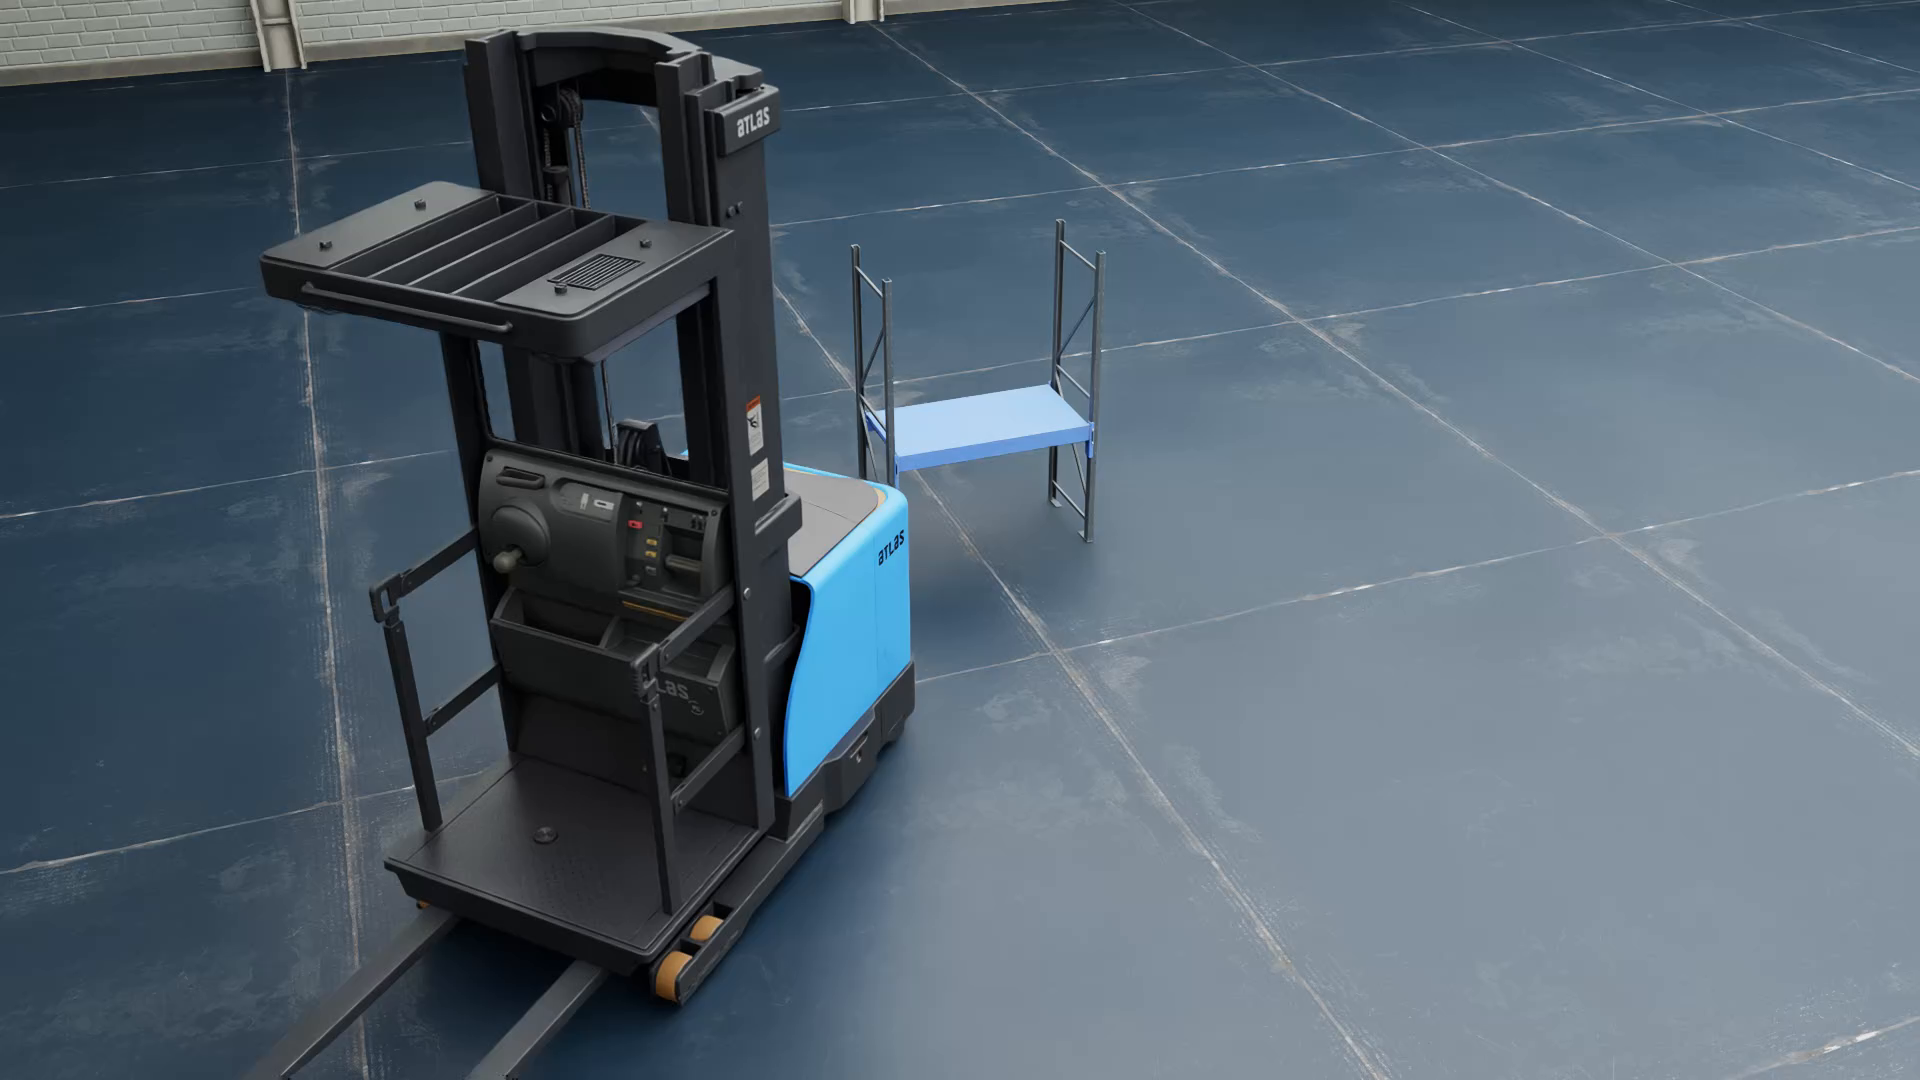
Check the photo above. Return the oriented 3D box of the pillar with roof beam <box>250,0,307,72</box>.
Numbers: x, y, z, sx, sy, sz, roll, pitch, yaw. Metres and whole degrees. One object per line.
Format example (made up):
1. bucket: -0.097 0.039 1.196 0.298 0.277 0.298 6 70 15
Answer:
1. pillar with roof beam: -5.189 -6.609 10.761 0.400 9.000 9.100 -10 31 -18

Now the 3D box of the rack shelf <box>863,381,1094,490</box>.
1. rack shelf: 0.080 -0.510 7.994 1.000 0.185 0.538 -10 31 -18

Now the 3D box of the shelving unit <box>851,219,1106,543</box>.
1. shelving unit: 0.080 -0.666 7.905 1.048 1.500 0.538 -10 31 -18

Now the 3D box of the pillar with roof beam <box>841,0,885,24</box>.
1. pillar with roof beam: 0.435 -7.645 12.578 0.400 9.000 9.100 -10 31 -18

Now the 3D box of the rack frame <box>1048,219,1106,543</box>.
1. rack frame: 0.556 -0.754 8.059 0.032 1.500 0.500 -10 31 -18

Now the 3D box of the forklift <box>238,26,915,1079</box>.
1. forklift: -1.270 0.020 5.254 1.130 2.935 3.031 13 32 22

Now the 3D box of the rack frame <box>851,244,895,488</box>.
1. rack frame: -0.396 -0.579 7.751 0.032 1.500 0.500 -10 31 -18
